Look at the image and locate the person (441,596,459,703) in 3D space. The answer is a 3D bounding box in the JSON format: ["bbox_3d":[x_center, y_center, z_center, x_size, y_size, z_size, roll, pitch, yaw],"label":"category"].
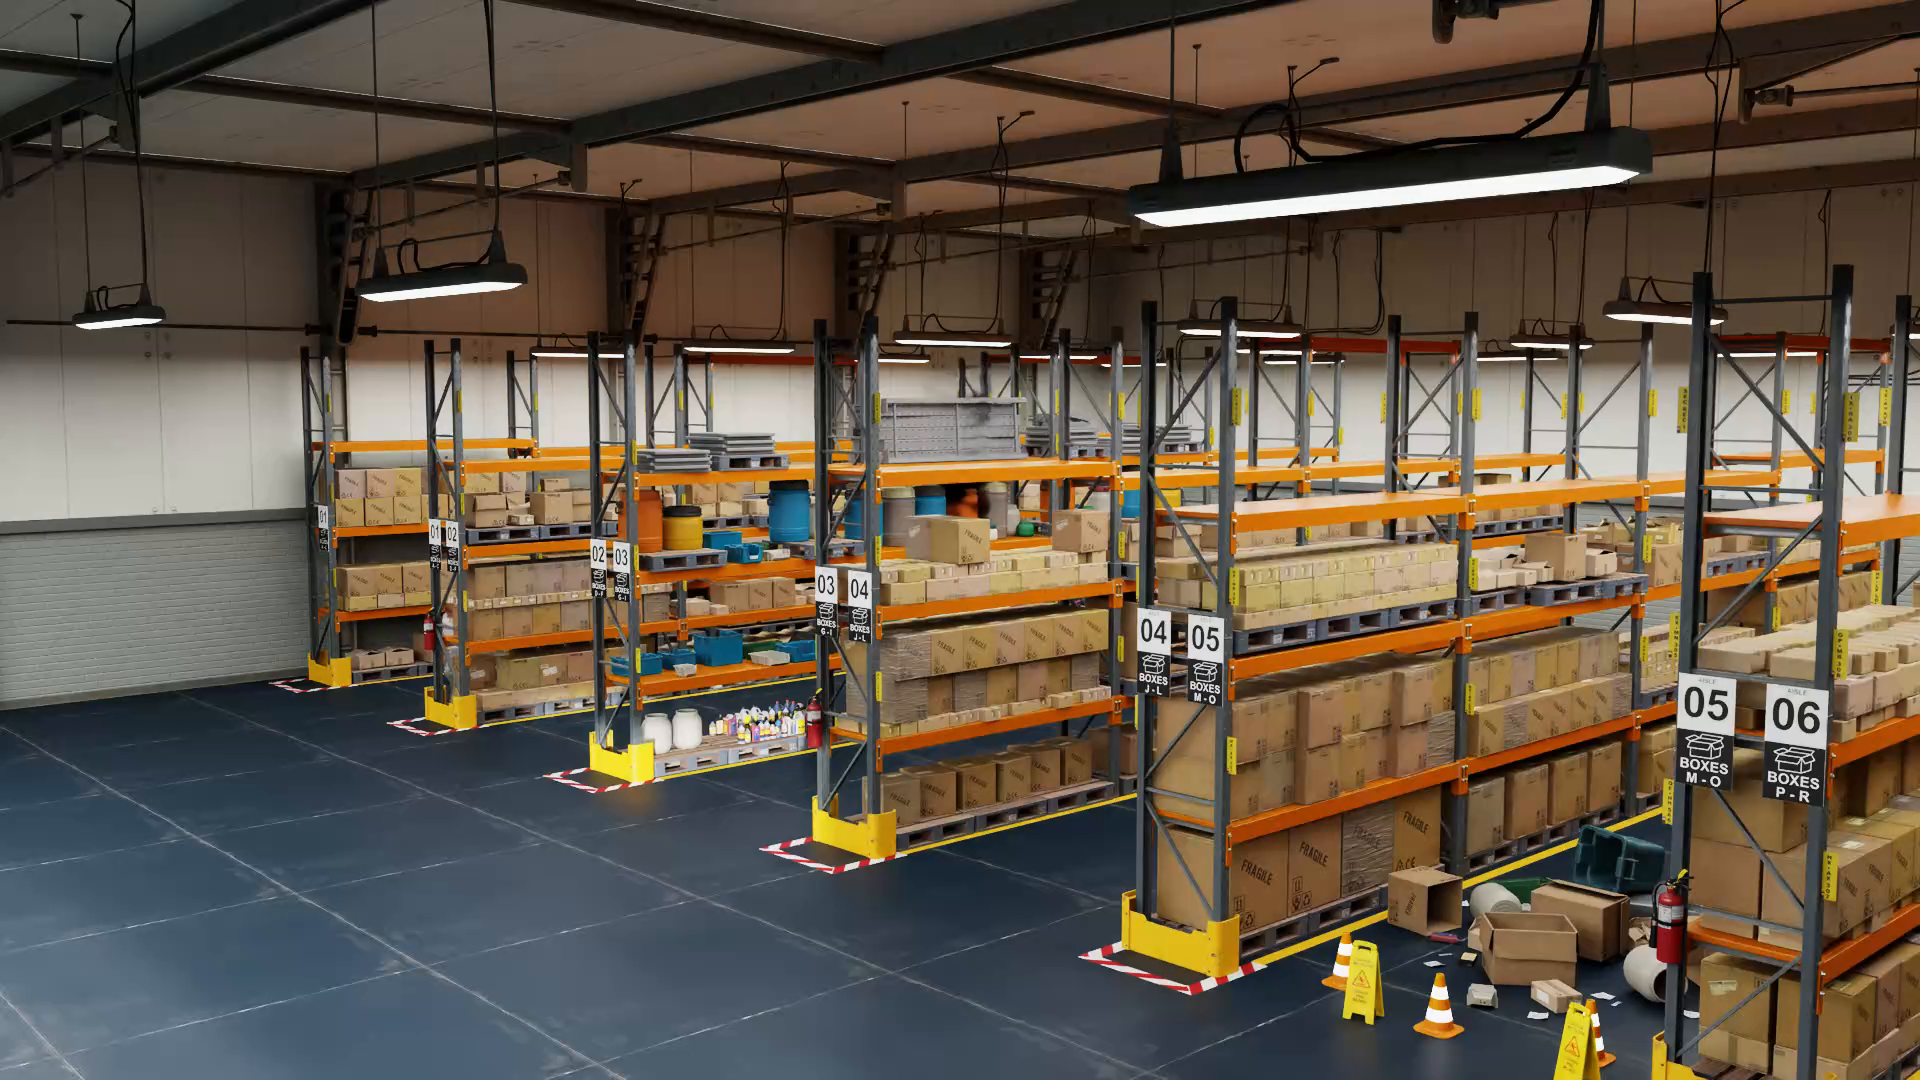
[{"bbox_3d":[-8.504,1.852,27.895,0.714,1.840,0.744,4,6,35],"label":"person"}]
